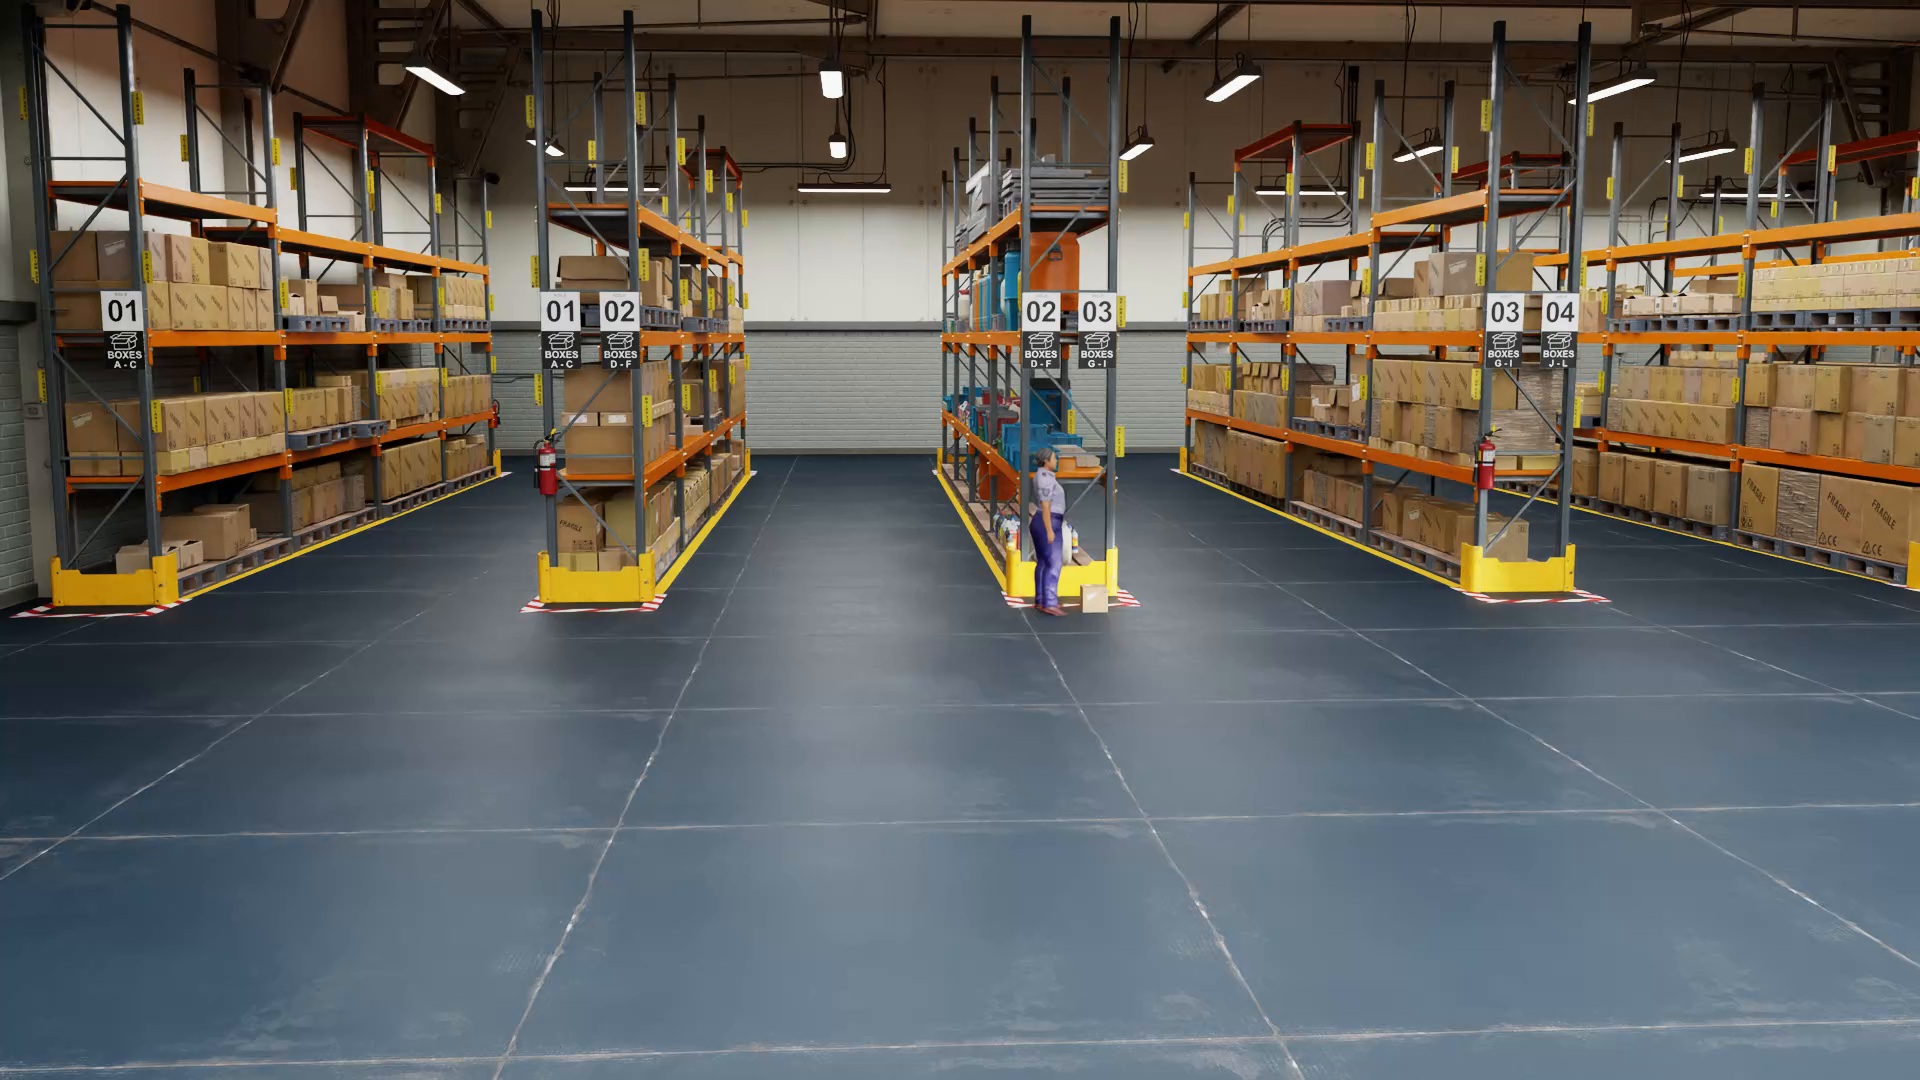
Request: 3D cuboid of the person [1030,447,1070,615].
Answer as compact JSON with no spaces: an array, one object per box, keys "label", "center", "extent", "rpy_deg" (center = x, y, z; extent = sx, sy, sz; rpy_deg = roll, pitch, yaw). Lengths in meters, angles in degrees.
[{"label":"person","center":[0.895,-0.085,16.628],"extent":[0.379,1.686,0.478],"rpy_deg":[-1,7,-6]}]
